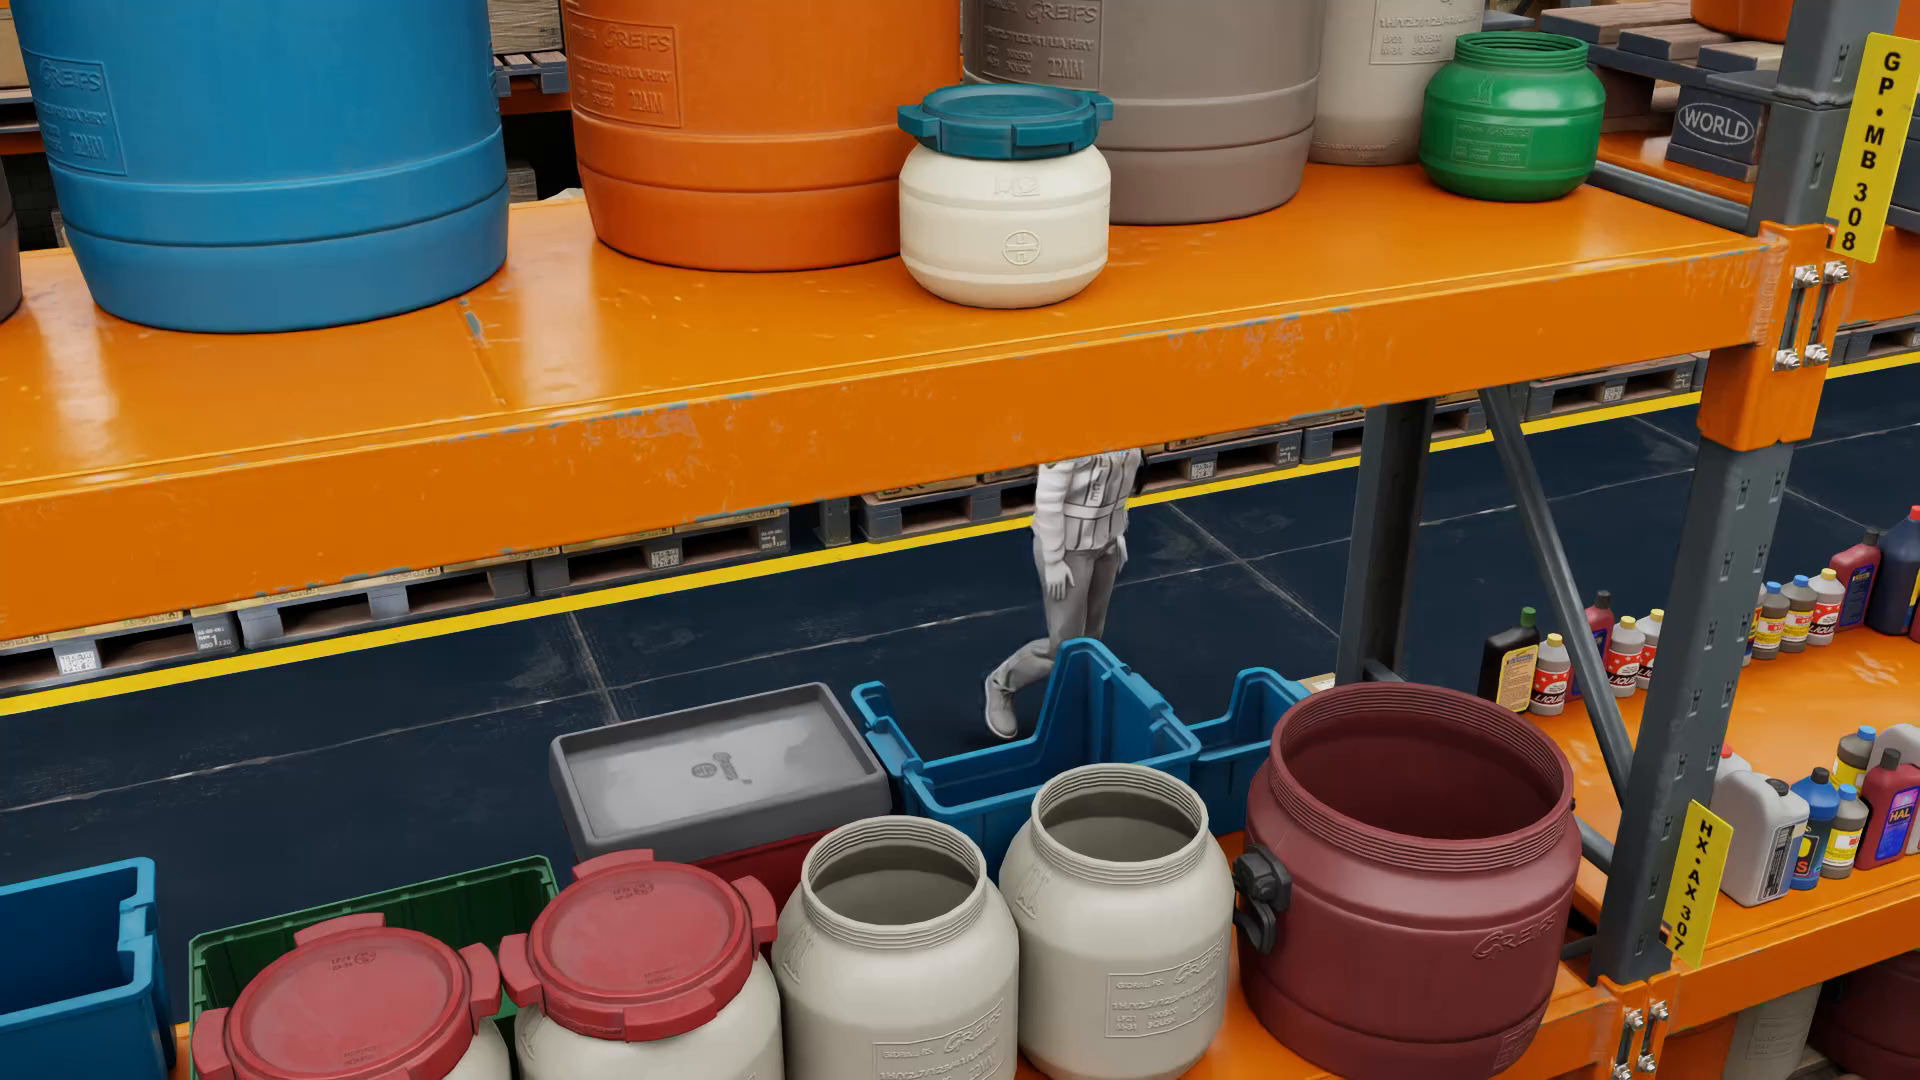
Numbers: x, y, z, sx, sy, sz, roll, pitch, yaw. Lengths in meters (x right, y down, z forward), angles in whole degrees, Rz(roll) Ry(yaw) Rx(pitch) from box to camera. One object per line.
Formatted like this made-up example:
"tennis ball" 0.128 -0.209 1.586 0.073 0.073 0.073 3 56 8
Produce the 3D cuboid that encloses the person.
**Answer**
"person" 0.371 -0.001 6.083 0.514 1.667 0.541 18 31 32
